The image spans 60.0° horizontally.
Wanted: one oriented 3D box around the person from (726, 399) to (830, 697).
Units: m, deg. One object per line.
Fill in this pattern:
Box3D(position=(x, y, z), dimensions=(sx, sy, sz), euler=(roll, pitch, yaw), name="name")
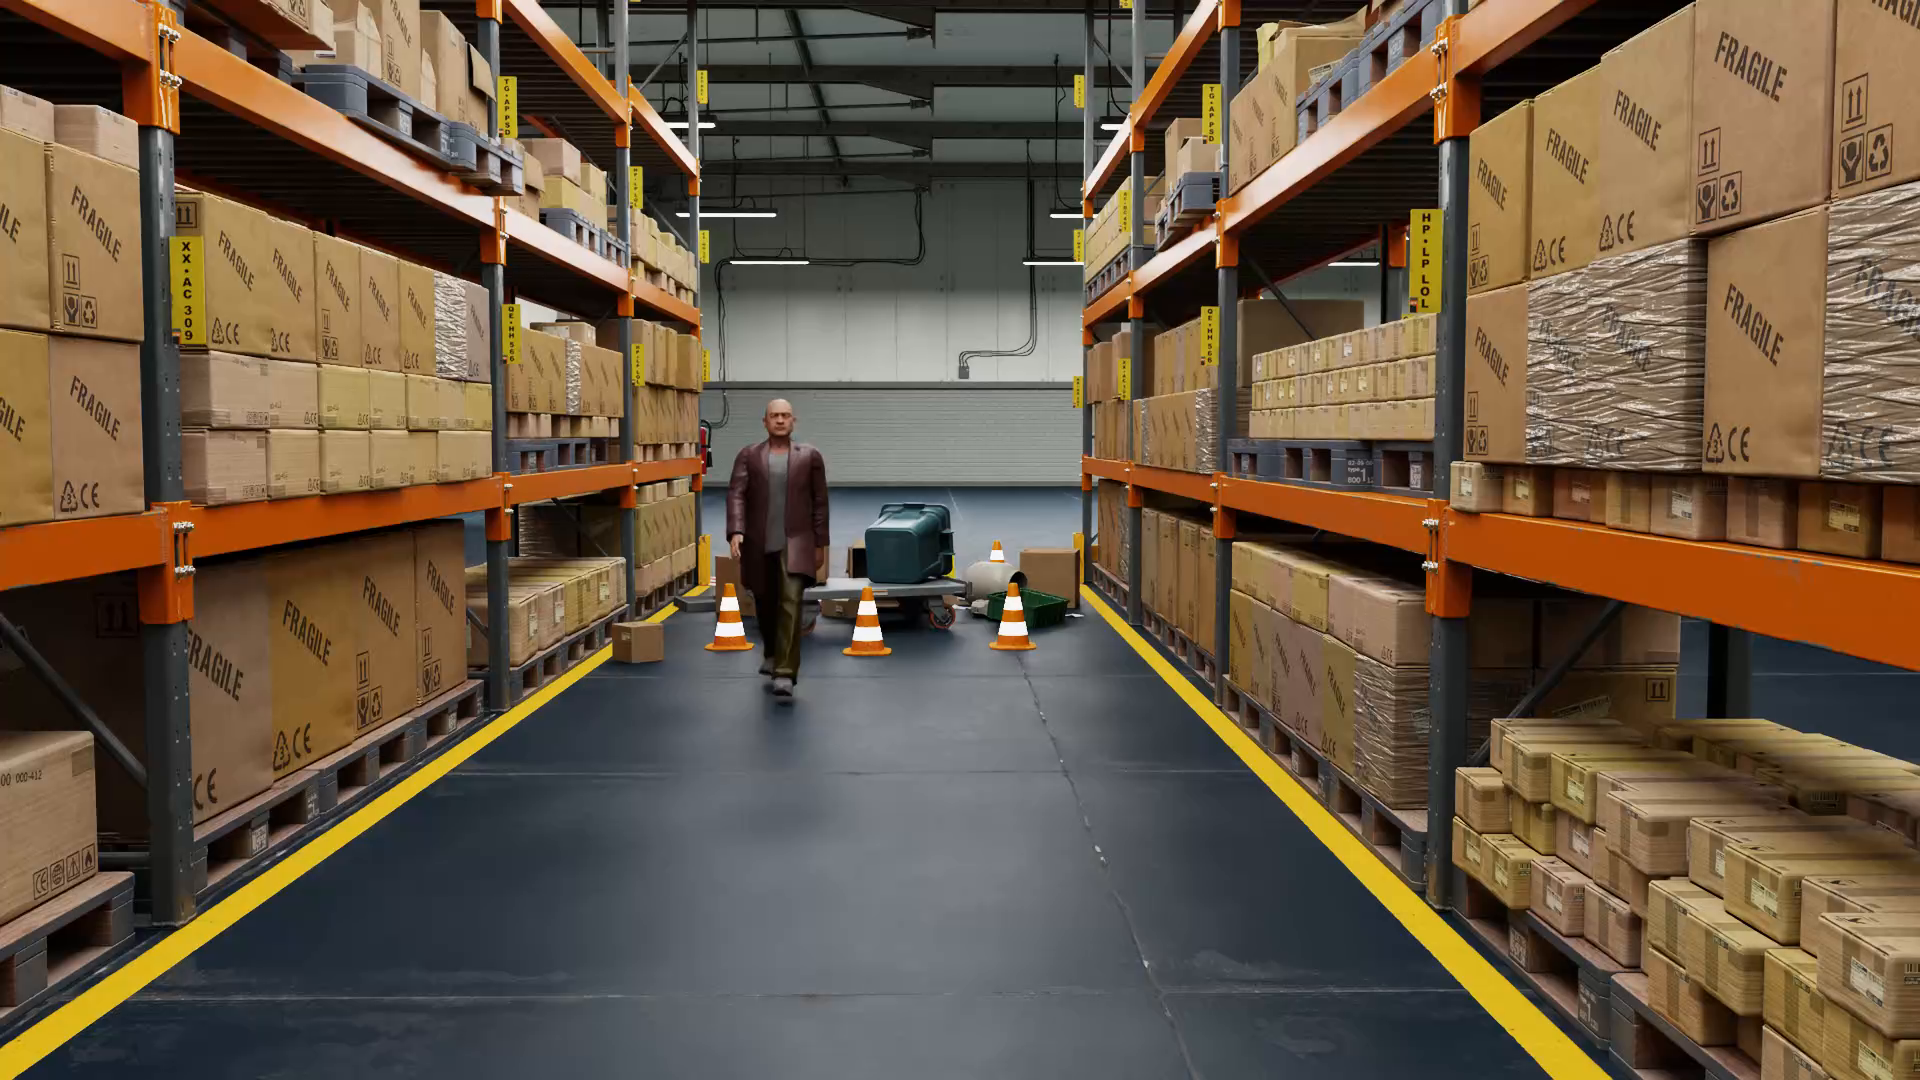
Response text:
Box3D(position=(-1.085, 0.028, 9.812), dimensions=(0.587, 1.720, 1.161), euler=(0, 4, 2), name="person")
